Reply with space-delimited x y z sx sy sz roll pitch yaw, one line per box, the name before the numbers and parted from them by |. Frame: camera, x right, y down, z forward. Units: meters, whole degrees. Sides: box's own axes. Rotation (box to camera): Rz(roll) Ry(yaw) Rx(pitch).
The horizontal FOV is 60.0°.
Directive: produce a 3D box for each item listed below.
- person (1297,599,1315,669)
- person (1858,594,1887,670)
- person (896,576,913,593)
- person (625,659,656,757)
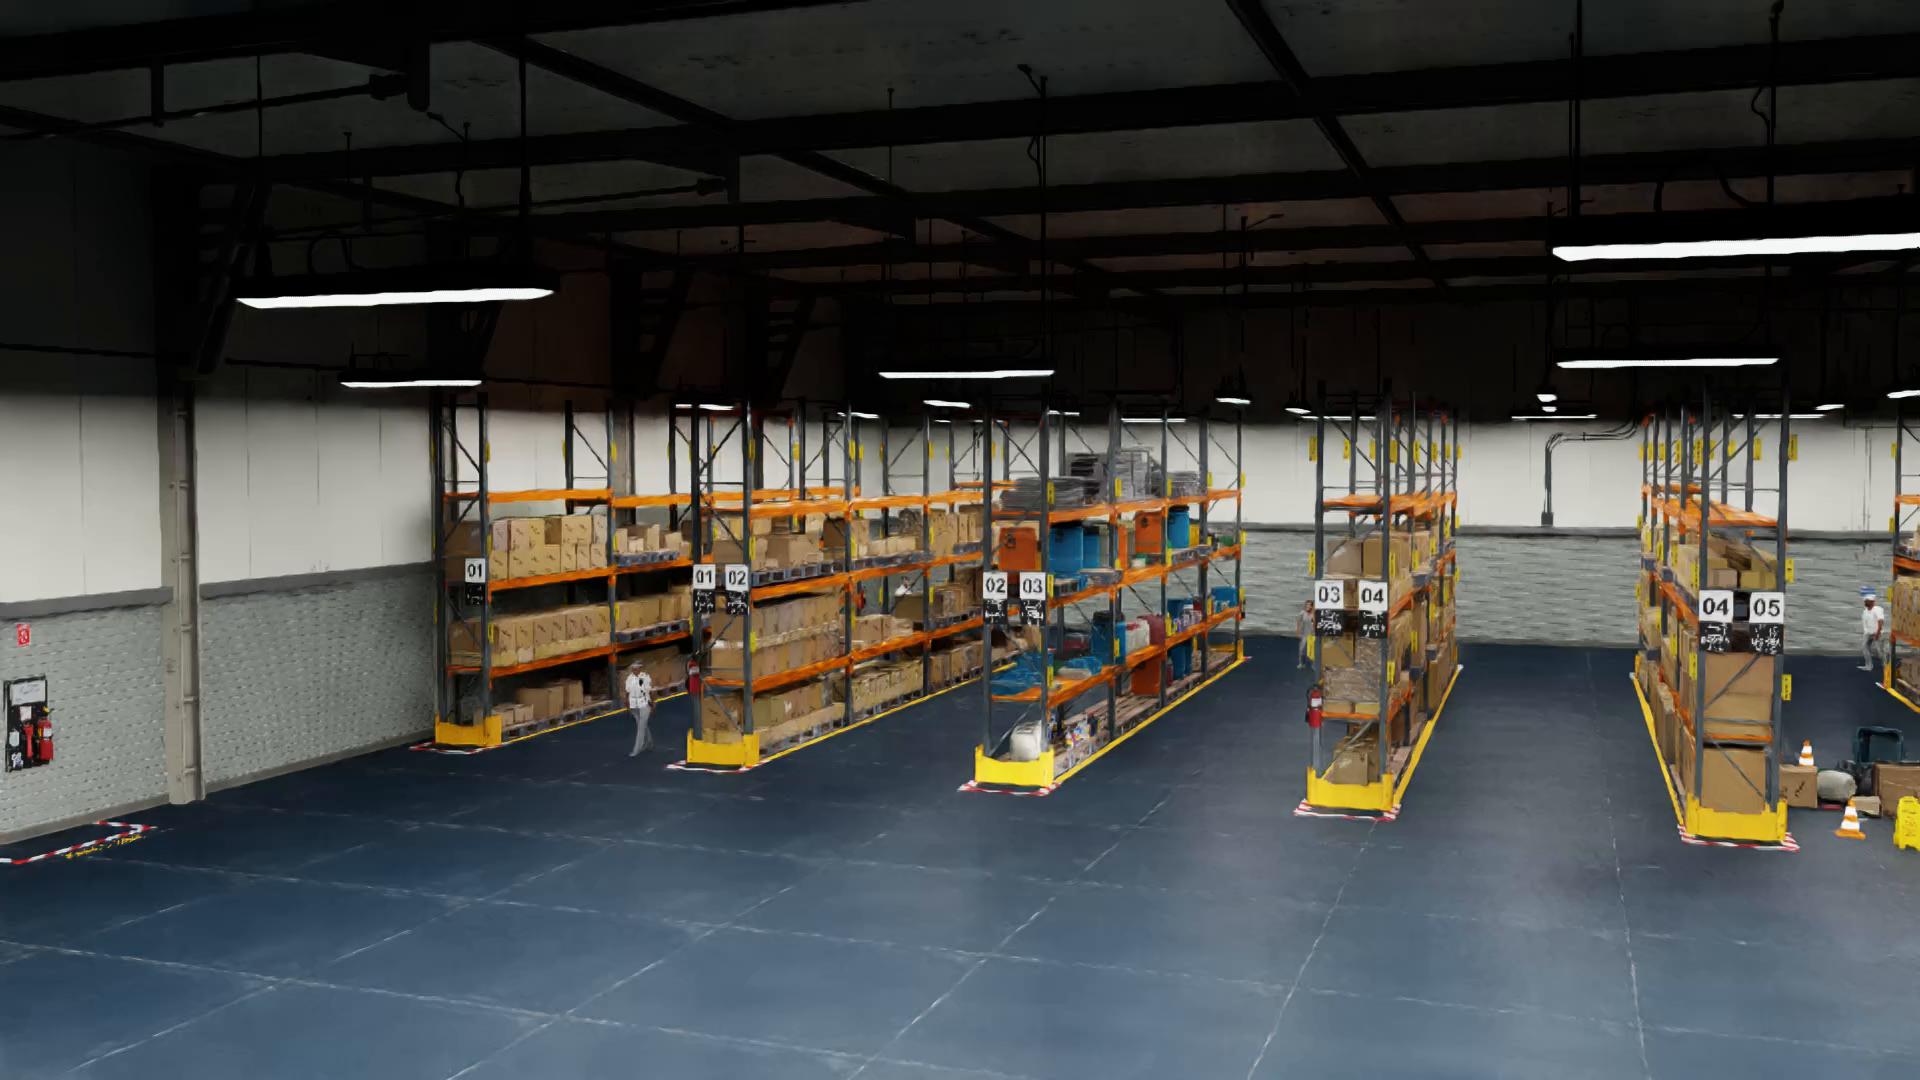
person | 8.033 2.164 38.249 0.580 1.619 0.507 1 3 17
person | 20.909 2.109 38.044 0.612 1.762 0.593 -1 3 -13
person | -1.435 1.811 43.366 0.480 1.758 0.652 3 4 45
person | -5.288 2.727 27.366 0.455 1.576 1.088 1 3 18
